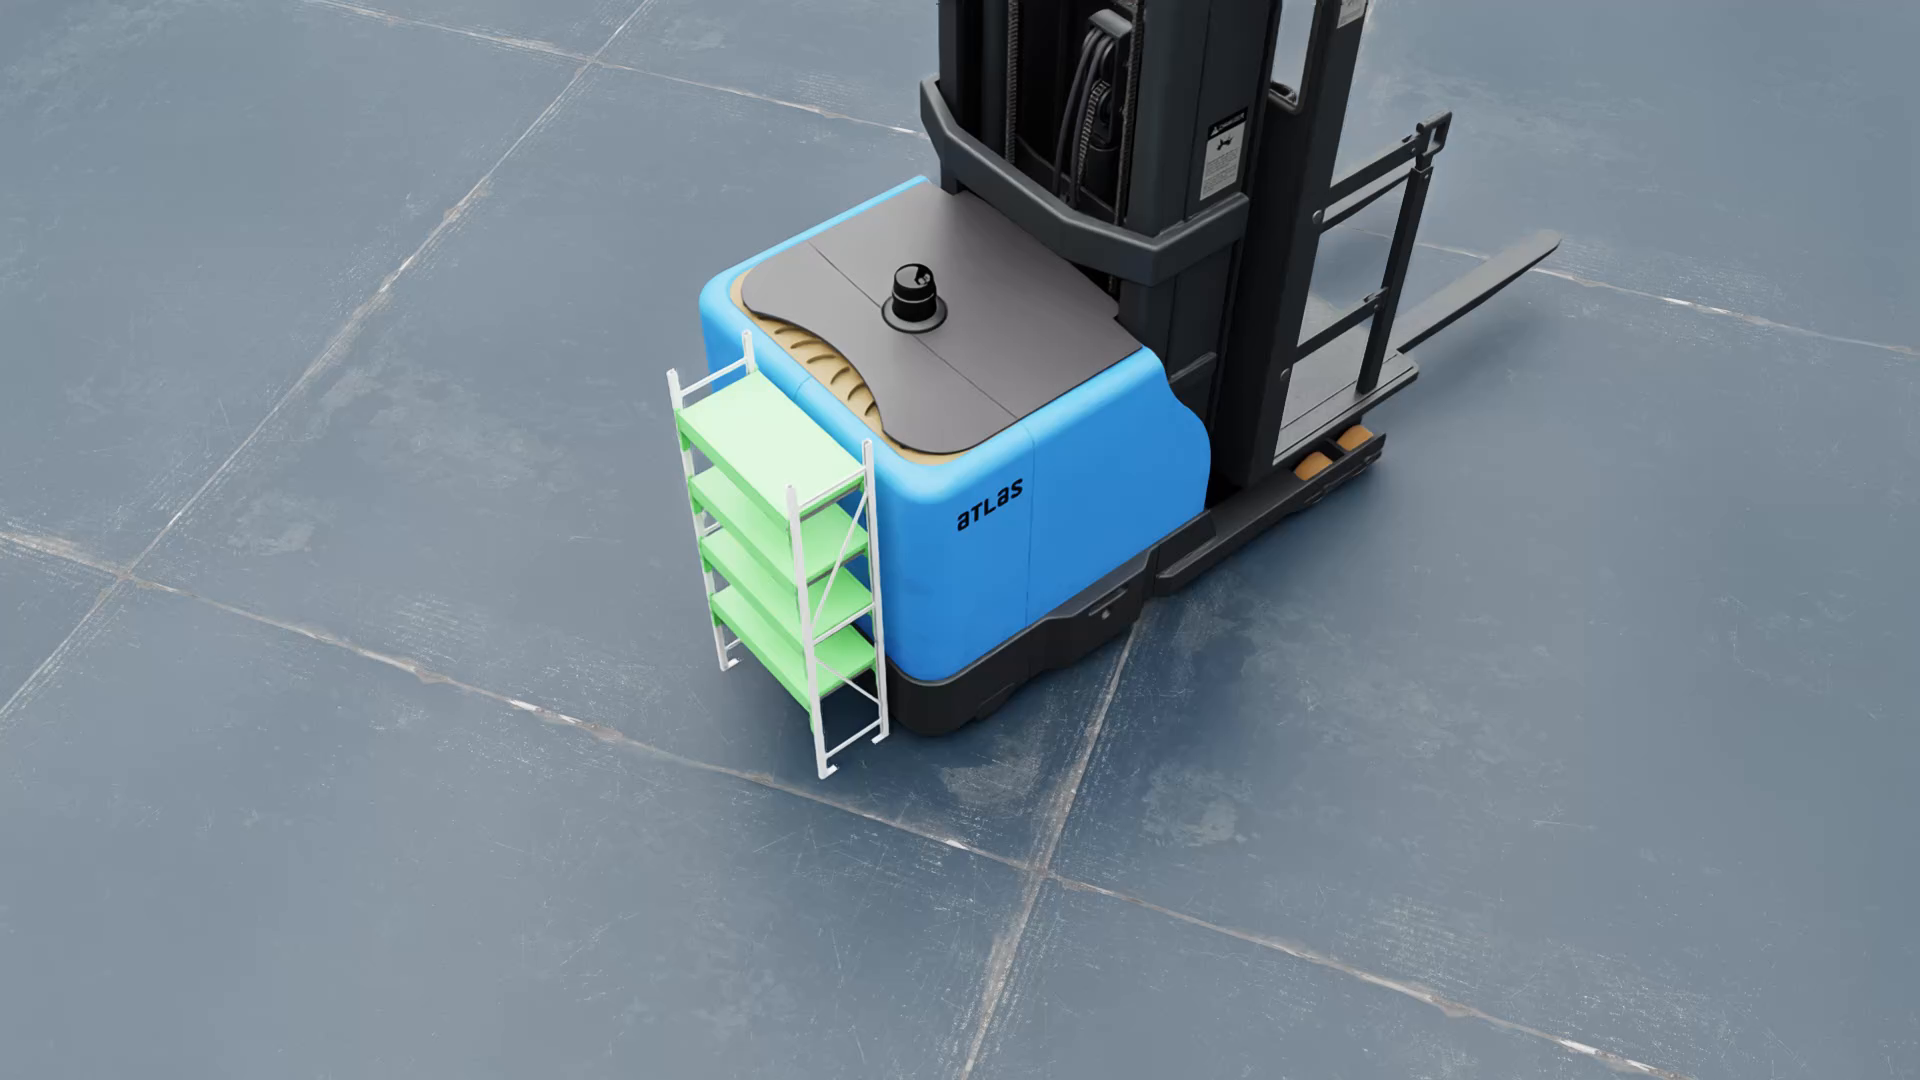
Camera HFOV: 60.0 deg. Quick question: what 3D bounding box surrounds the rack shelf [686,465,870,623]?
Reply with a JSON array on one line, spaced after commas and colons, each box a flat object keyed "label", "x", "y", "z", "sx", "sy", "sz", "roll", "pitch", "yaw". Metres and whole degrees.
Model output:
[{"label": "rack shelf", "x": -0.456, "y": -0.039, "z": 4.257, "sx": 0.258, "sy": 0.148, "sz": 0.480, "roll": -32, "pitch": 56, "yaw": -25}]

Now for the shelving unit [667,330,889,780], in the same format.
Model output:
[{"label": "shelving unit", "x": -0.456, "y": 0.077, "z": 4.390, "sx": 0.258, "sy": 1.200, "sz": 0.503, "roll": -32, "pitch": 56, "yaw": -25}]

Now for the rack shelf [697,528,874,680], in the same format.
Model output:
[{"label": "rack shelf", "x": -0.456, "y": 0.118, "z": 4.438, "sx": 0.258, "sy": 0.148, "sz": 0.480, "roll": -32, "pitch": 56, "yaw": -25}]

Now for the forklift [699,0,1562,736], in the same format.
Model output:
[{"label": "forklift", "x": 0.748, "y": -1.358, "z": 4.488, "sx": 3.031, "sy": 2.935, "sz": 1.130, "roll": -32, "pitch": 56, "yaw": -24}]

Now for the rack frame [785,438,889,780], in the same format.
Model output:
[{"label": "rack frame", "x": -0.300, "y": 0.218, "z": 4.267, "sx": 0.240, "sy": 1.200, "sz": 0.015, "roll": -32, "pitch": 56, "yaw": -25}]

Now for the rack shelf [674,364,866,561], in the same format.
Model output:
[{"label": "rack shelf", "x": -0.456, "y": -0.196, "z": 4.075, "sx": 0.258, "sy": 0.148, "sz": 0.480, "roll": -32, "pitch": 56, "yaw": -25}]

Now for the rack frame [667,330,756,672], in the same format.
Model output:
[{"label": "rack frame", "x": -0.612, "y": -0.065, "z": 4.513, "sx": 0.240, "sy": 1.200, "sz": 0.015, "roll": -32, "pitch": 56, "yaw": -25}]

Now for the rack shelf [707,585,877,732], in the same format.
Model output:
[{"label": "rack shelf", "x": -0.456, "y": 0.276, "z": 4.619, "sx": 0.258, "sy": 0.148, "sz": 0.480, "roll": -32, "pitch": 56, "yaw": -25}]
